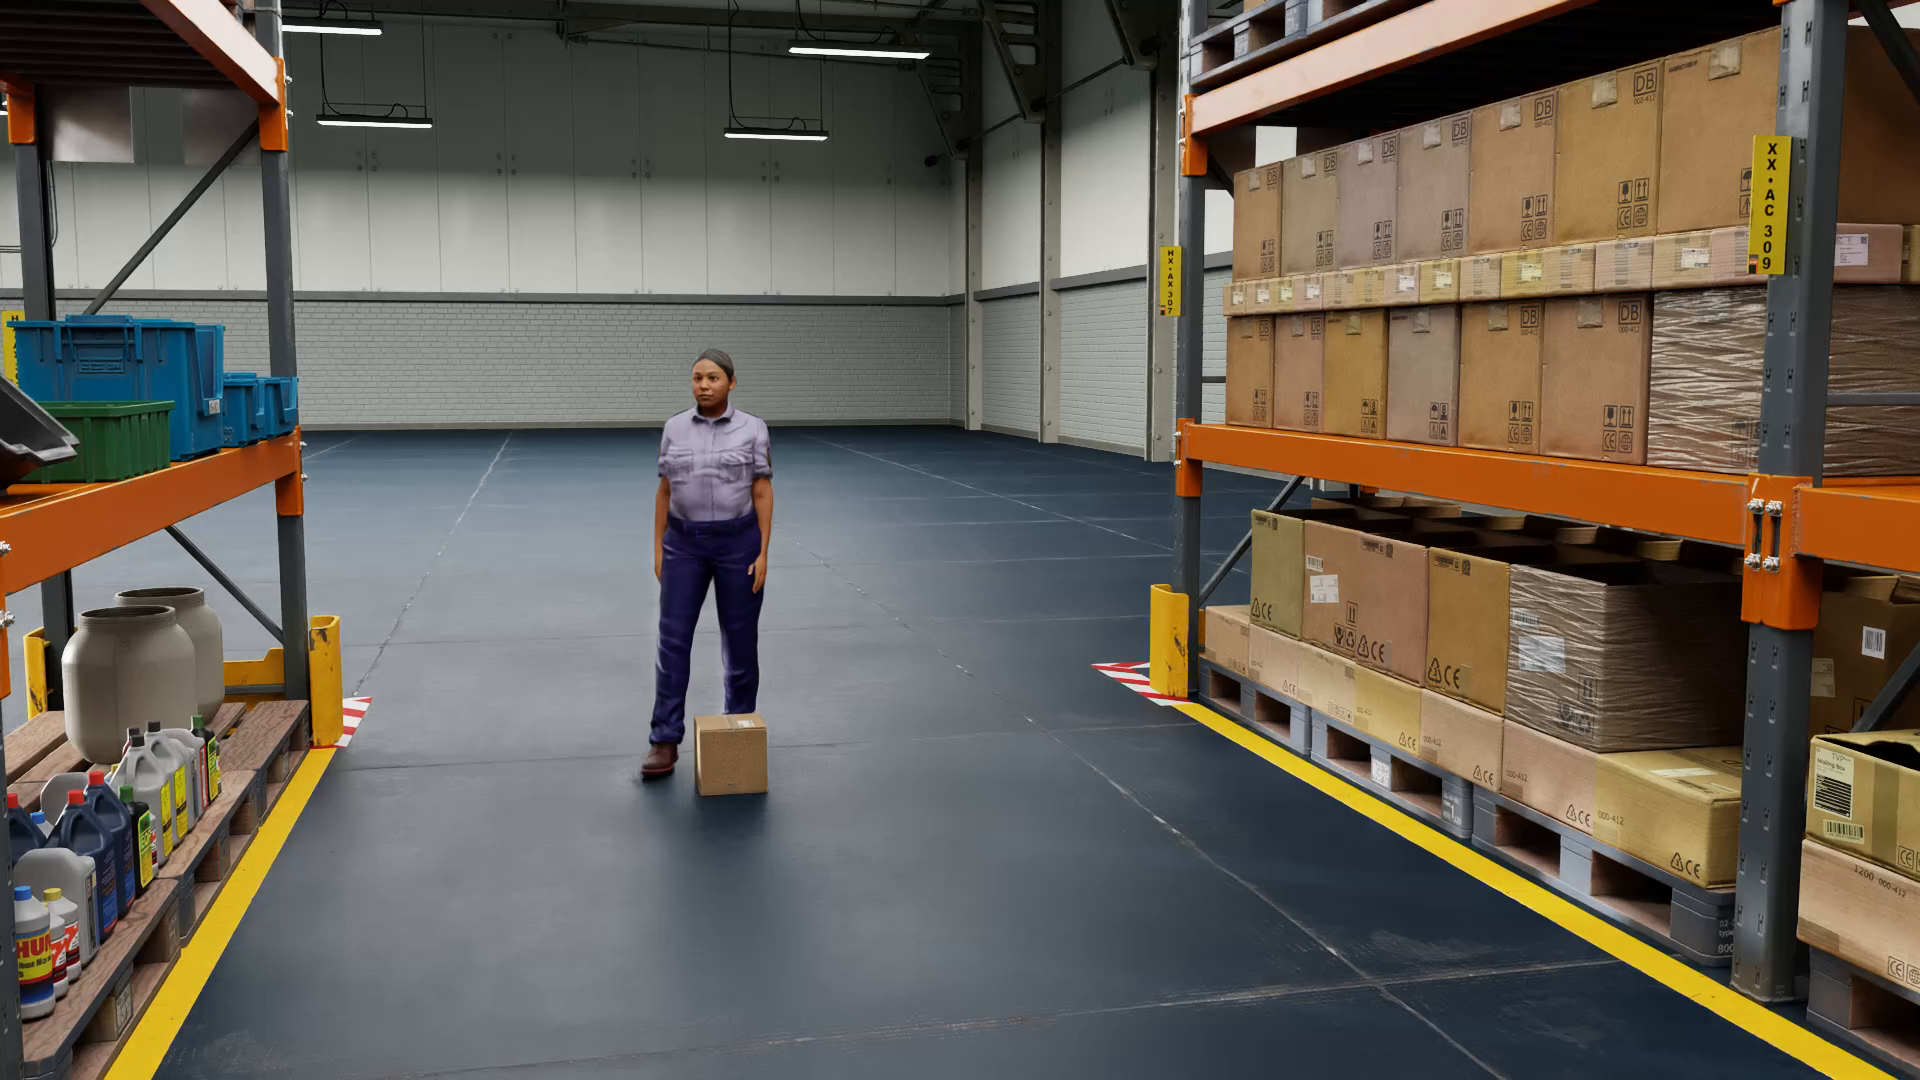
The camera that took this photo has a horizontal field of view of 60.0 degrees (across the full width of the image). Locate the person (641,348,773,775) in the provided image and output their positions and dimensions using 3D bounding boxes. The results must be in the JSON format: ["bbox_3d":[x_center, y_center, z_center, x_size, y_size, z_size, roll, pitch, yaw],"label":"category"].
[{"bbox_3d":[-0.991,0.072,6.540,0.487,1.643,0.584,0,6,0],"label":"person"}]
